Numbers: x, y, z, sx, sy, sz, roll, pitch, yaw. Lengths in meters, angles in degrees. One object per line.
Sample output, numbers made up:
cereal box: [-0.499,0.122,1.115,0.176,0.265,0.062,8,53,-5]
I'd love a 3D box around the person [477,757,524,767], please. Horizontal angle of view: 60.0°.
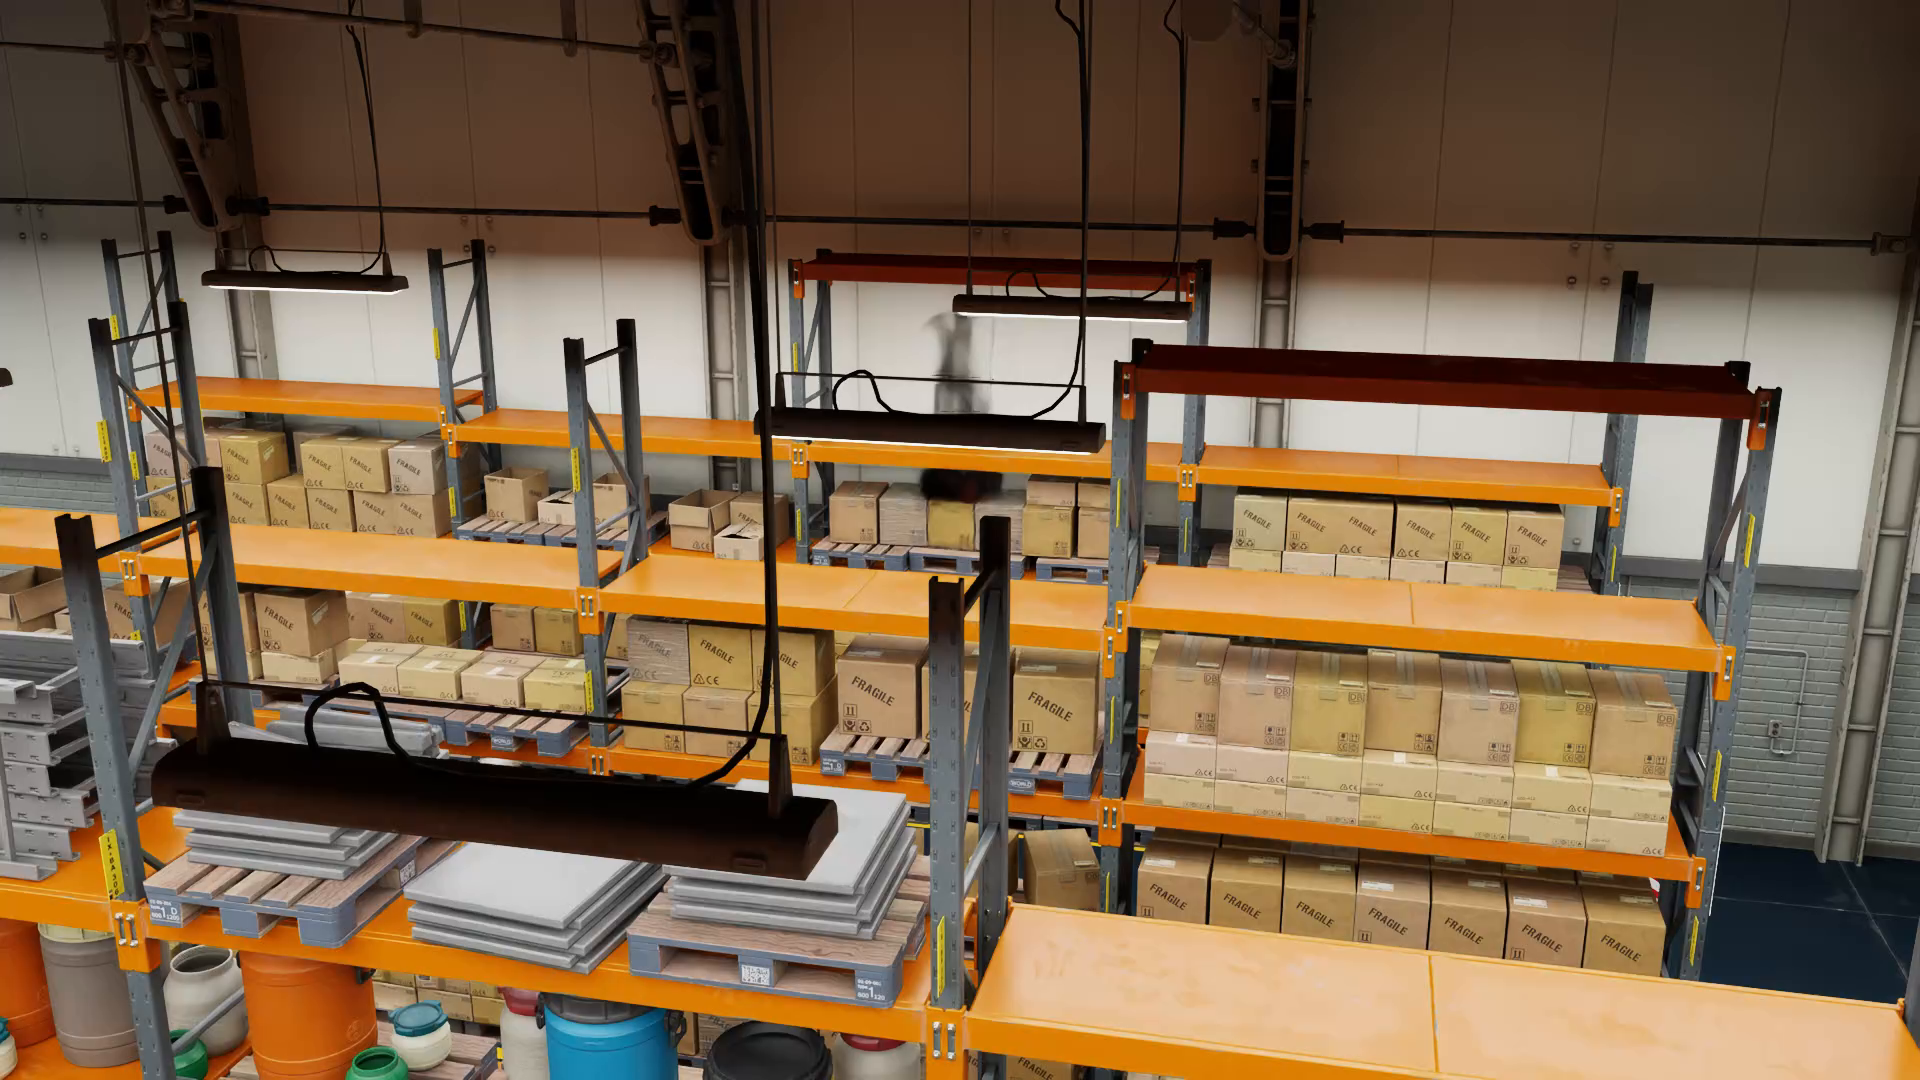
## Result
person: [-4.569,2.602,16.448,0.597,1.721,0.715,3,17,11]
